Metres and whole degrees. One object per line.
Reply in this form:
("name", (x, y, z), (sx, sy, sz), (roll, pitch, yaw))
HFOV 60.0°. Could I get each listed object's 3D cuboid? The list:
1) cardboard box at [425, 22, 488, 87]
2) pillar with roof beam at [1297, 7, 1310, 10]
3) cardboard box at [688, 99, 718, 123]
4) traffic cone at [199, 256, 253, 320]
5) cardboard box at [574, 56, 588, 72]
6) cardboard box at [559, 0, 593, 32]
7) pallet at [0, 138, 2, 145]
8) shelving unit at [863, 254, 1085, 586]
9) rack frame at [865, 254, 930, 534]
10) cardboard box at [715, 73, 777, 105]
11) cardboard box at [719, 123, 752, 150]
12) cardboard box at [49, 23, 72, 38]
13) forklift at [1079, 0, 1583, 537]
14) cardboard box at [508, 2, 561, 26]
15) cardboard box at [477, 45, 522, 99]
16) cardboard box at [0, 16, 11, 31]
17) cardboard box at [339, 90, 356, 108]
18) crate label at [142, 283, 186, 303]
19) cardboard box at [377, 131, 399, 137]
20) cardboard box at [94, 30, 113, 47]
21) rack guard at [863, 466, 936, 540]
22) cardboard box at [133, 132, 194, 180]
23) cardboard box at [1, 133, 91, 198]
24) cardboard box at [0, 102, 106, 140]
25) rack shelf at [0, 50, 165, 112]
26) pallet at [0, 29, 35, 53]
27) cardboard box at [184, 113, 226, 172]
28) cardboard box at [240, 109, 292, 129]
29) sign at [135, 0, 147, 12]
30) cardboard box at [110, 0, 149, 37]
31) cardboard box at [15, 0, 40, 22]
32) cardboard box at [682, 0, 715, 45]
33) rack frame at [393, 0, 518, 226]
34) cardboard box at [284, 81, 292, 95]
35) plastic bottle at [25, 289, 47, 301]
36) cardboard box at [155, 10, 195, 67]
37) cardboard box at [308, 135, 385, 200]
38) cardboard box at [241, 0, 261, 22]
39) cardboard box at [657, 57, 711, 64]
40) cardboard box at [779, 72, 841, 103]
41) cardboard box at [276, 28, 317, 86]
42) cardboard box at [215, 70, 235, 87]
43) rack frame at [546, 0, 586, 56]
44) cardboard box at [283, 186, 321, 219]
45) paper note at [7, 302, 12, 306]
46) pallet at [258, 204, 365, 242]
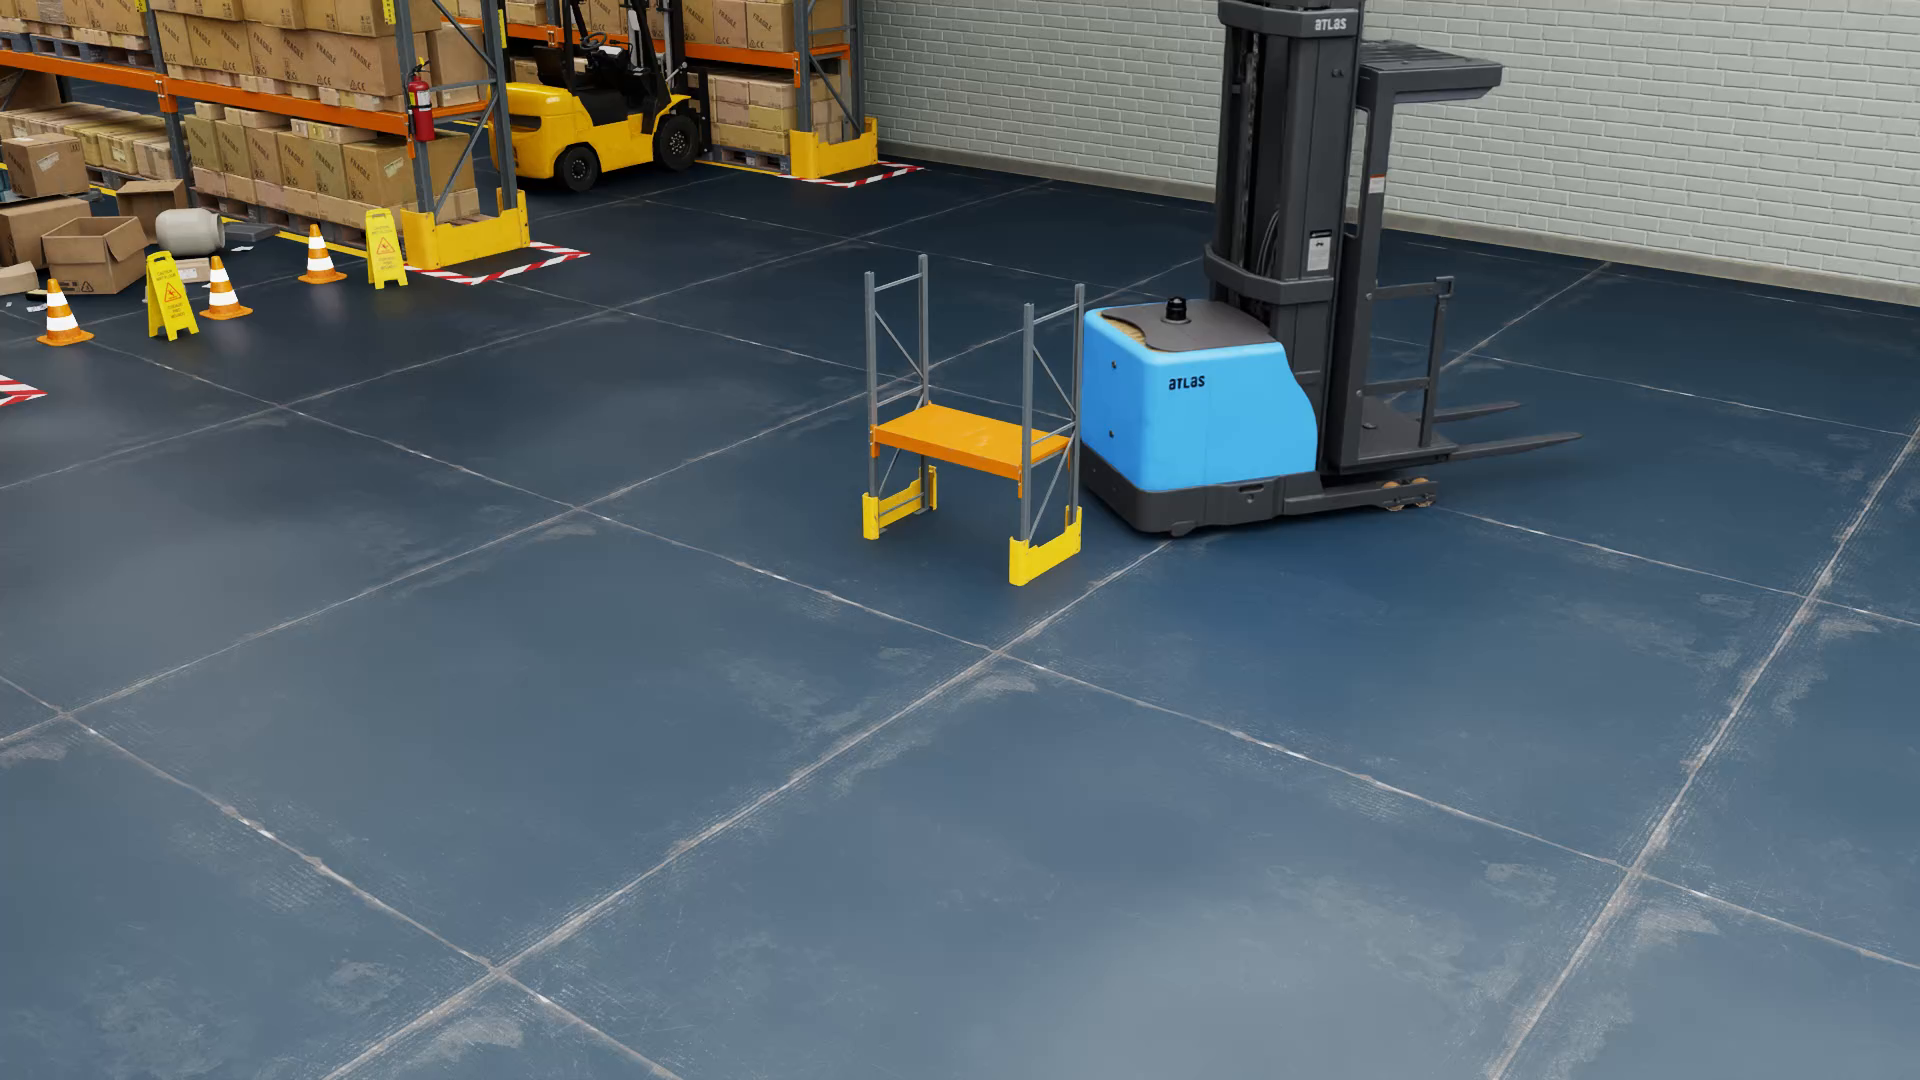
("cardboard box", (-4.611, -4.337, 14.881), (0.500, 0.500, 0.500), (16, 29, 33))
("pillar with roof beam", (0.778, -5.919, 11.522), (0.400, 9.000, 9.100), (17, 29, 33))
("cardboard box", (-2.822, -4.976, 19.093), (0.500, 0.250, 0.500), (16, 28, 32))
("traffic cone", (-5.910, -2.038, 13.302), (0.334, 0.463, 0.336), (17, 29, 33))
("cardboard box", (-4.427, -5.694, 20.103), (0.500, 0.250, 0.500), (16, 29, 33))
("cardboard box", (-4.427, -6.375, 19.876), (0.500, 0.500, 0.500), (16, 28, 32))
("pallet", (-11.386, -4.825, 19.939), (1.213, 0.211, 1.003), (17, 29, 33))
("shelving unit", (0.061, -0.668, 8.906), (1.083, 1.500, 0.587), (17, 29, 33))
("rack frame", (-0.339, -0.789, 9.180), (0.032, 1.500, 0.500), (17, 29, 33))
("cardboard box", (-2.392, -5.078, 18.704), (0.500, 0.250, 0.500), (17, 29, 34))
("cardboard box", (-2.382, -4.623, 18.911), (0.500, 0.250, 0.500), (17, 29, 33))
("cardboard box", (-9.387, -5.418, 17.618), (0.250, 0.149, 0.380), (18, 29, 35))
("forklift", (2.261, -1.701, 9.475), (3.031, 2.935, 1.130), (-8, 25, -17))
("cardboard box", (-5.186, -6.490, 20.446), (0.500, 0.250, 0.500), (18, 29, 34))
("cardboard box", (-6.269, -6.121, 21.845), (0.625, 0.625, 0.875), (15, 28, 31))
("cardboard box", (-10.254, -5.665, 18.177), (0.250, 0.149, 0.380), (15, 28, 30))
("cardboard box", (-5.288, -3.952, 14.812), (0.250, 0.149, 0.380), (16, 29, 32))
("crate label", (-6.576, -2.059, 13.754), (0.298, 0.136, 0.250), (3, 24, 6))
("cardboard box", (-5.319, -3.644, 15.758), (0.500, 0.500, 0.500), (16, 28, 31))
("cardboard box", (-8.605, -5.152, 17.013), (0.250, 0.149, 0.380), (16, 29, 32))
("rack guard", (-0.338, -0.216, 9.431), (0.087, 0.250, 0.587), (17, 29, 33))
("cardboard box", (-8.021, -4.035, 17.425), (0.625, 0.372, 0.950), (17, 29, 34))
("cardboard box", (-8.643, -3.540, 15.725), (0.500, 0.500, 0.500), (17, 29, 33))
("cardboard box", (-10.354, -4.736, 19.017), (0.625, 0.372, 0.950), (15, 28, 30))
("rack shelf", (-9.200, -5.073, 17.936), (4.000, 0.370, 1.077), (17, 29, 33))
("pallet", (-10.166, -5.660, 18.615), (1.003, 0.211, 1.213), (17, 29, 33))
("cardboard box", (-7.289, -3.966, 16.491), (0.500, 0.500, 0.500), (18, 30, 36))
("cardboard box", (-6.596, -4.026, 15.821), (0.250, 0.149, 0.380), (19, 30, 36))
("sign", (-7.929, -5.269, 16.052), (0.005, 0.325, 0.100), (17, 29, 33))
("cardboard box", (-8.107, -5.331, 16.614), (0.500, 0.500, 0.500), (16, 29, 32))
("cardboard box", (-9.729, -5.827, 17.740), (0.500, 0.500, 0.500), (17, 29, 34))
("cardboard box", (-2.796, -5.886, 18.765), (0.500, 0.500, 0.500), (16, 29, 32))
("rack frame", (-4.399, -3.952, 14.498), (0.127, 3.000, 1.000), (17, 29, 33))
("cardboard box", (-6.038, -4.234, 15.451), (0.250, 0.149, 0.380), (17, 29, 33))
("plastic bottle", (-7.638, -2.030, 13.780), (0.283, 0.061, 0.133), (7, 25, 15))
("cardboard box", (-7.414, -4.904, 16.168), (0.500, 0.500, 0.500), (17, 29, 33))
("cardboard box", (-5.616, -3.463, 15.350), (0.500, 0.500, 0.500), (18, 30, 35))
("cardboard box", (-6.124, -5.024, 15.200), (0.500, 0.500, 0.700), (17, 29, 33))
("cardboard box", (-3.304, -5.612, 19.916), (0.500, 0.250, 0.500), (17, 29, 34))
("cardboard box", (-1.696, -5.123, 18.806), (0.500, 0.250, 0.500), (16, 29, 33))
("cardboard box", (-5.794, -4.420, 15.070), (0.500, 0.500, 0.500), (17, 29, 33))
("cardboard box", (-6.899, -4.454, 15.951), (0.250, 0.149, 0.380), (18, 29, 35))
("rack frame", (-4.625, -6.521, 20.330), (0.127, 3.000, 1.000), (17, 29, 33))
("cardboard box", (-6.039, -3.247, 15.788), (0.500, 0.250, 0.500), (16, 28, 31))
("paper note", (-7.788, -1.930, 13.618), (0.032, 0.001, 0.123), (-10, 26, -21))
("pallet", (-6.060, -3.197, 16.244), (1.213, 0.211, 1.003), (17, 29, 33))
